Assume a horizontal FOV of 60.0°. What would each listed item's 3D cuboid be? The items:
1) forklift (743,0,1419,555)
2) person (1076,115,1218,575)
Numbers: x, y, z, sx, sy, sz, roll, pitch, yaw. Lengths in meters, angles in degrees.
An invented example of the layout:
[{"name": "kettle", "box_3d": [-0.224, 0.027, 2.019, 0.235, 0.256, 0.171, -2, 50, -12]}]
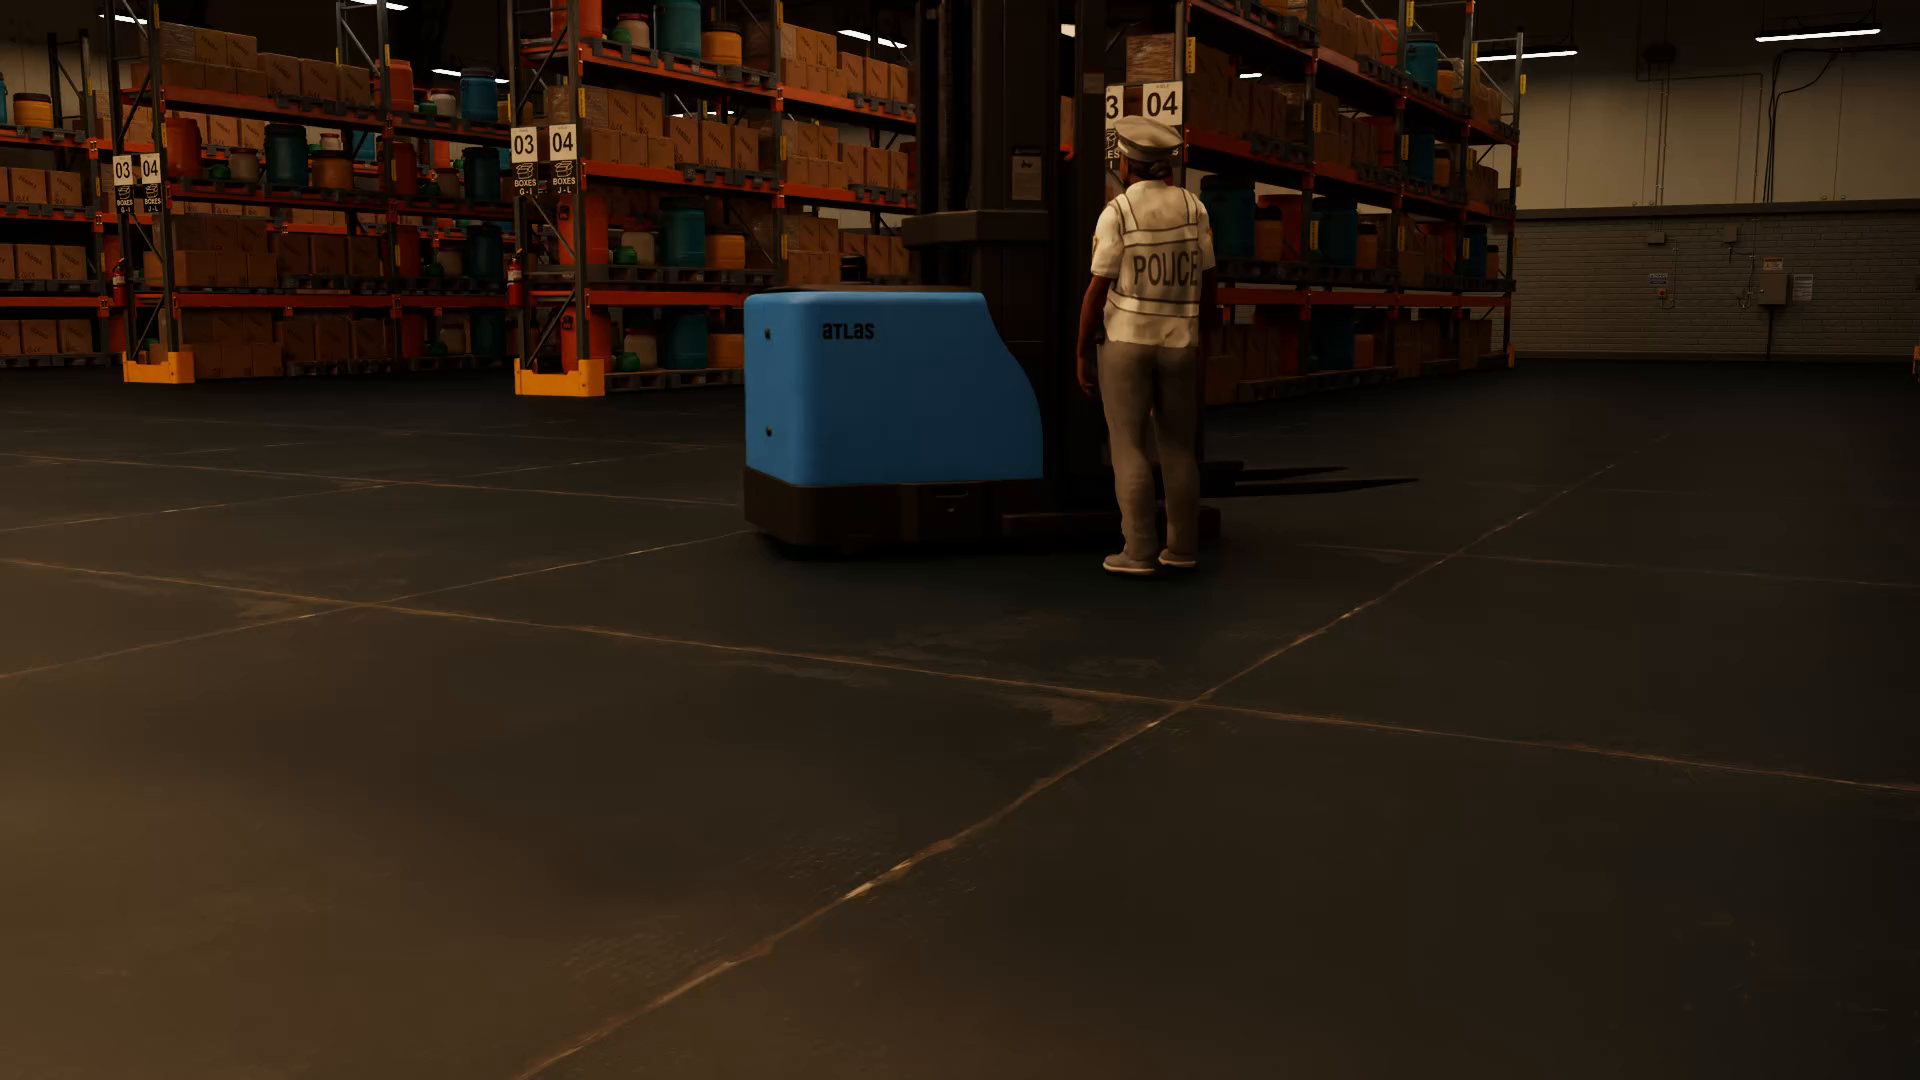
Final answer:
[{"name": "forklift", "box_3d": [0.600, -1.488, 7.375, 3.031, 2.935, 1.130, -3, 8, -19]}, {"name": "person", "box_3d": [0.685, -0.713, 6.217, 0.570, 1.695, 0.528, -2, 8, -17]}]
